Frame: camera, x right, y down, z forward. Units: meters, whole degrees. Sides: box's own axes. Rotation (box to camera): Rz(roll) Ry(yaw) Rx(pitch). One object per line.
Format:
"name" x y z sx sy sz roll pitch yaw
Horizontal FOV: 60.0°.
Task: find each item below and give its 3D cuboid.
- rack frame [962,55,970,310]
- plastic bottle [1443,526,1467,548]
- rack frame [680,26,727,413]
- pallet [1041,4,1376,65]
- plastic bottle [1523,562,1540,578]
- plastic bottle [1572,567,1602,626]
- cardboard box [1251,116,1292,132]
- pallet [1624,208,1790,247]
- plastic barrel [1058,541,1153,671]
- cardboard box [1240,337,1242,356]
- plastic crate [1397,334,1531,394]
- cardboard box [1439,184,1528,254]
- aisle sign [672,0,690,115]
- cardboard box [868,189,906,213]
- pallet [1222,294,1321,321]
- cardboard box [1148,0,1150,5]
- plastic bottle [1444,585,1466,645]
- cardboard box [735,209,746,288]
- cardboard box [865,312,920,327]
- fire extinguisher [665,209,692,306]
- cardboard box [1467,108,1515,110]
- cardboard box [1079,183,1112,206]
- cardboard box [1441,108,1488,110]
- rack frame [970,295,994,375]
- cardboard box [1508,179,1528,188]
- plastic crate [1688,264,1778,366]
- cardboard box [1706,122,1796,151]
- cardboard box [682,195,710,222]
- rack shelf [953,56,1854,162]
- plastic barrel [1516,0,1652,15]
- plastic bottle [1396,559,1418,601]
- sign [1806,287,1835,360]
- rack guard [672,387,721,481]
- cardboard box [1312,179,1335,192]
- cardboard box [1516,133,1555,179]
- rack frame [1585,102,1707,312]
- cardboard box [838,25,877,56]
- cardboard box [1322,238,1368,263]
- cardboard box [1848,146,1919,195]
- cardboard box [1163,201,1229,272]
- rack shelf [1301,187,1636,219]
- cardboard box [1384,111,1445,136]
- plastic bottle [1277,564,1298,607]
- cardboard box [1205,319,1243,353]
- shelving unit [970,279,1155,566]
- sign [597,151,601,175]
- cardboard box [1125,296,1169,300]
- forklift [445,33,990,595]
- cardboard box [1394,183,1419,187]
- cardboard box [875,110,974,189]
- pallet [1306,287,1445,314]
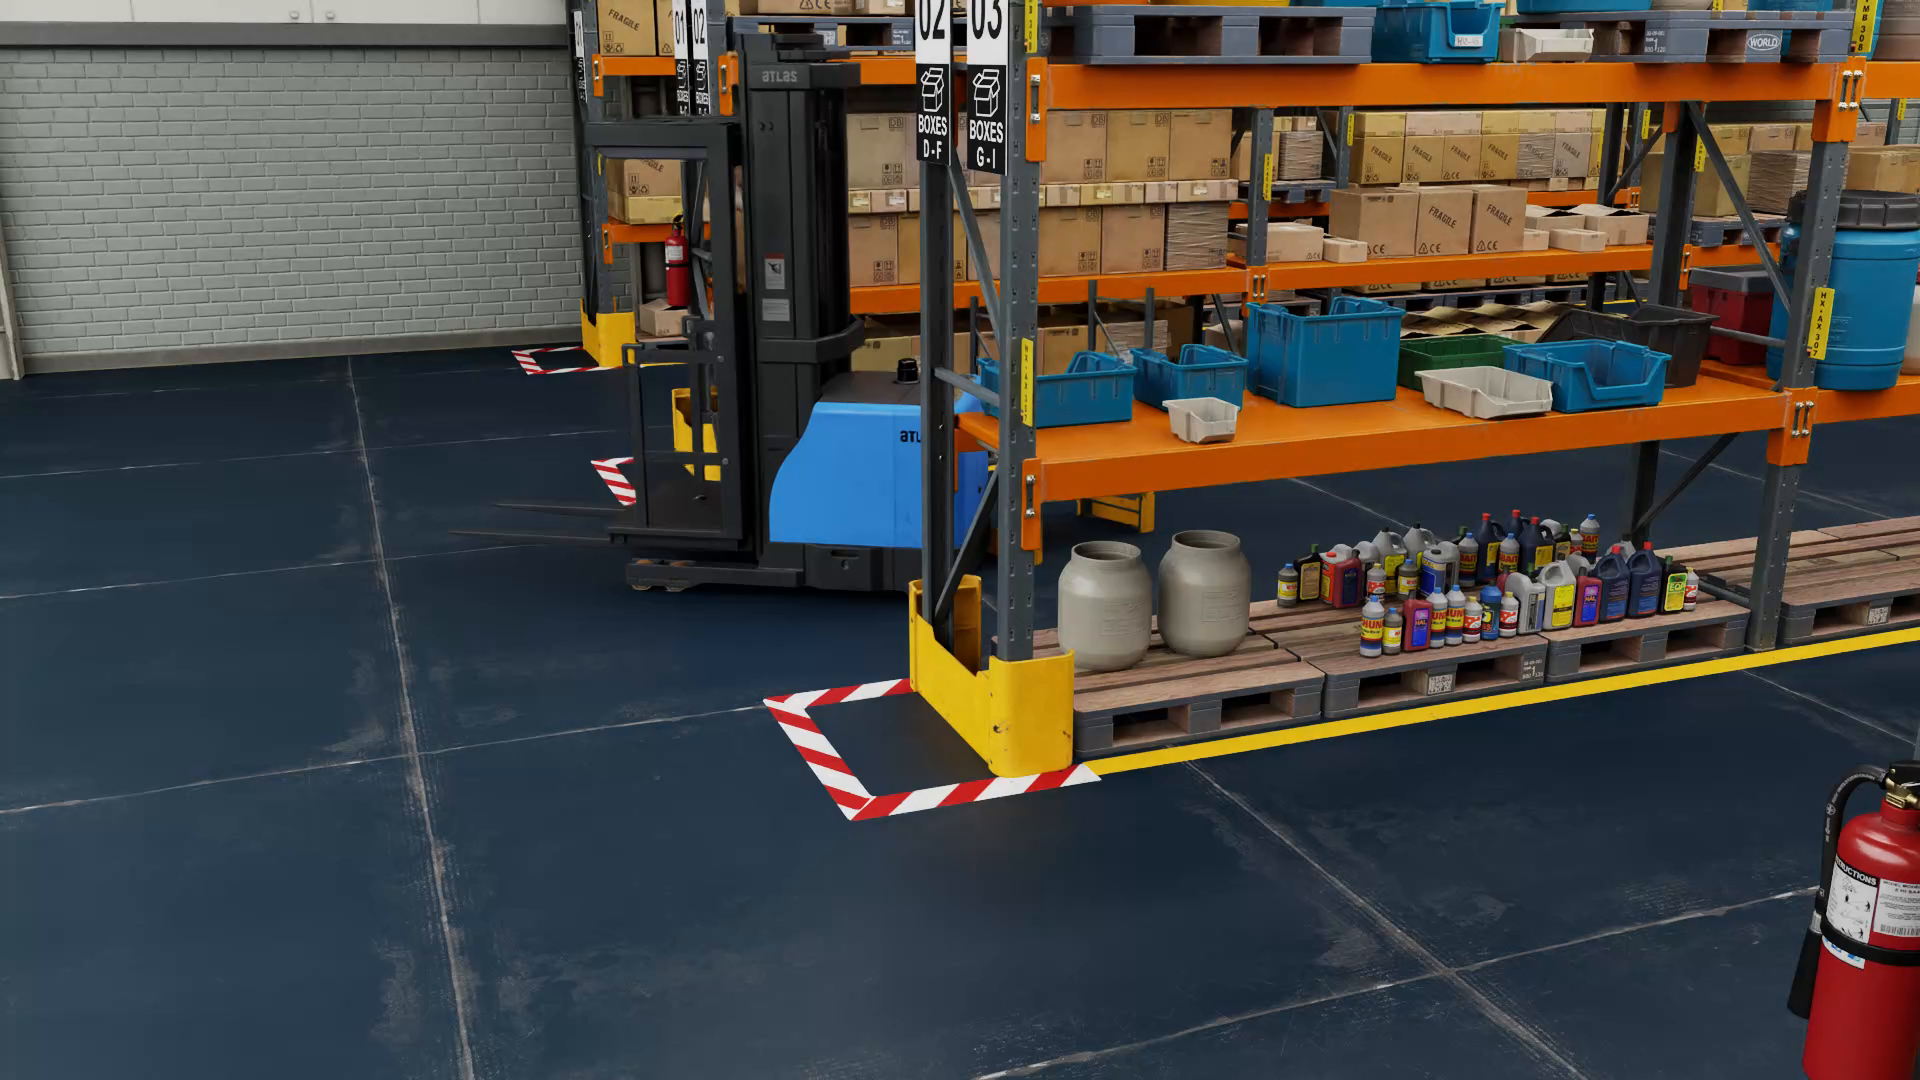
"rack frame" 0.252 -3.623 17.112 0.127 3.000 1.000 -6 17 -20
"plastic bottle" 2.550 0.073 8.566 0.133 0.283 0.061 -5 17 -18
"rack frame" -1.707 -1.917 11.301 0.127 3.000 1.000 -6 17 -20
"pallet" 0.870 -2.019 6.662 1.213 0.211 1.003 -6 17 -20
"plastic bottle" 2.758 0.244 7.983 0.133 0.283 0.061 -6 17 -20
"plastic bottle" 2.983 0.263 7.917 0.133 0.283 0.061 -5 17 -16
"cardboard box" 3.381 -4.517 18.048 0.250 0.149 0.380 -9 19 -29
"pallet" 6.371 -2.718 14.370 1.003 0.211 1.213 -6 17 -20
"plastic barrel" 0.649 0.293 7.448 0.421 0.512 0.421 0 16 0
"cardboard box" 2.503 -1.447 12.842 0.500 0.311 0.500 -6 17 -20
"plastic crate" 2.429 -0.852 8.052 0.662 0.188 0.450 -6 17 -20
"cardboard box" 4.202 -2.598 13.443 0.500 0.500 0.500 -7 18 -23
"aisle sign" -1.873 -3.235 11.175 0.004 0.787 0.394 -6 17 -20
"cardboard box" -0.548 -2.336 11.400 0.250 0.149 0.380 -6 18 -21
"pallet" 3.257 -2.610 18.611 1.213 0.211 1.003 -6 17 -20
"cardboard box" 1.464 -4.094 12.222 0.500 0.500 0.500 -5 17 -16
"plastic bottle" 2.280 0.340 7.680 0.097 0.271 0.097 0 16 0
"cardboard box" -1.266 -2.008 11.436 0.500 0.500 0.700 -6 17 -20
"cardboard box" -0.384 -1.396 12.331 0.500 0.500 0.500 -6 17 -20
"fire extinguisher" -1.983 -1.990 11.688 0.183 0.674 0.296 -6 17 -20
"cardboard box" 6.247 -4.905 19.407 0.500 0.250 0.500 -7 18 -22
"cardboard box" 0.900 -2.493 11.936 0.250 0.149 0.380 -6 17 -20
"cardboard box" 5.759 -4.854 19.232 0.500 0.250 0.500 -7 18 -21
"rack frame" 0.240 -0.633 9.592 0.032 1.500 0.500 -15 22 -42
"cardboard box" 6.306 -4.093 19.124 0.250 0.149 0.380 -7 18 -22
"plastic crate" 4.140 -1.176 8.667 0.583 0.464 0.402 -6 17 -20
"cardboard box" 9.594 -4.772 20.492 0.700 0.700 0.980 -7 18 -23
"cardboard box" -2.434 -3.179 15.831 0.500 0.250 0.500 -7 18 -22
"rack shelf" 1.930 -1.909 7.227 4.000 0.370 1.077 -6 17 -20
"plastic barrel" 2.830 -2.825 7.437 0.708 0.901 0.600 -6 17 -20
"plastic bottle" 2.232 0.196 8.294 0.097 0.201 0.097 0 16 0
"sign" 3.984 -1.003 7.700 0.005 0.325 0.100 -6 17 -20
"rack guard" -1.729 -0.715 11.645 0.348 0.500 1.175 -6 17 -20
"cardboard box" 4.200 -4.015 18.859 0.250 0.149 0.380 -6 17 -19
"cardboard box" 6.437 -4.414 19.066 0.500 0.500 0.500 -6 17 -20
"rack frame" 5.763 -2.723 14.048 0.127 3.000 1.000 -6 17 -20
"cardboard box" -1.112 -4.890 15.891 0.500 0.500 0.500 -7 18 -22
"cardboard box" 2.929 -2.235 12.831 0.250 0.149 0.380 -6 17 -20
"cardboard box" 8.357 -3.301 15.093 0.500 0.500 0.700 -3 17 -11
"cardboard box" 1.616 -2.321 12.502 0.500 0.500 0.700 -7 18 -22
"rack shelf" 5.855 -3.883 19.273 4.000 0.370 1.077 -6 17 -20
"cardboard box" 5.005 -4.619 18.430 0.500 0.250 0.500 -6 18 -21
"plastic bottle" 1.620 0.218 8.218 0.097 0.201 0.097 0 16 0
"cardboard box" 2.304 -1.587 13.320 0.500 0.311 0.500 -6 17 -20
"shelving unit" 0.614 -0.734 9.935 1.083 1.500 0.587 -15 22 -42
"sign" -3.289 -3.492 15.130 0.005 0.325 0.100 -6 17 -20
"cardboard box" 1.889 -2.819 18.031 0.500 0.500 0.700 -6 17 -19
"forklift" -1.388 -1.263 9.198 3.031 2.935 1.130 3 17 9
"cardboard box" 4.895 -3.915 18.517 0.250 0.149 0.380 -6 17 -18
"cardboard box" -0.257 -2.742 11.631 0.500 0.500 0.700 -6 17 -20
"pallet" 4.751 -2.748 19.081 1.213 0.211 1.003 -6 17 -20
